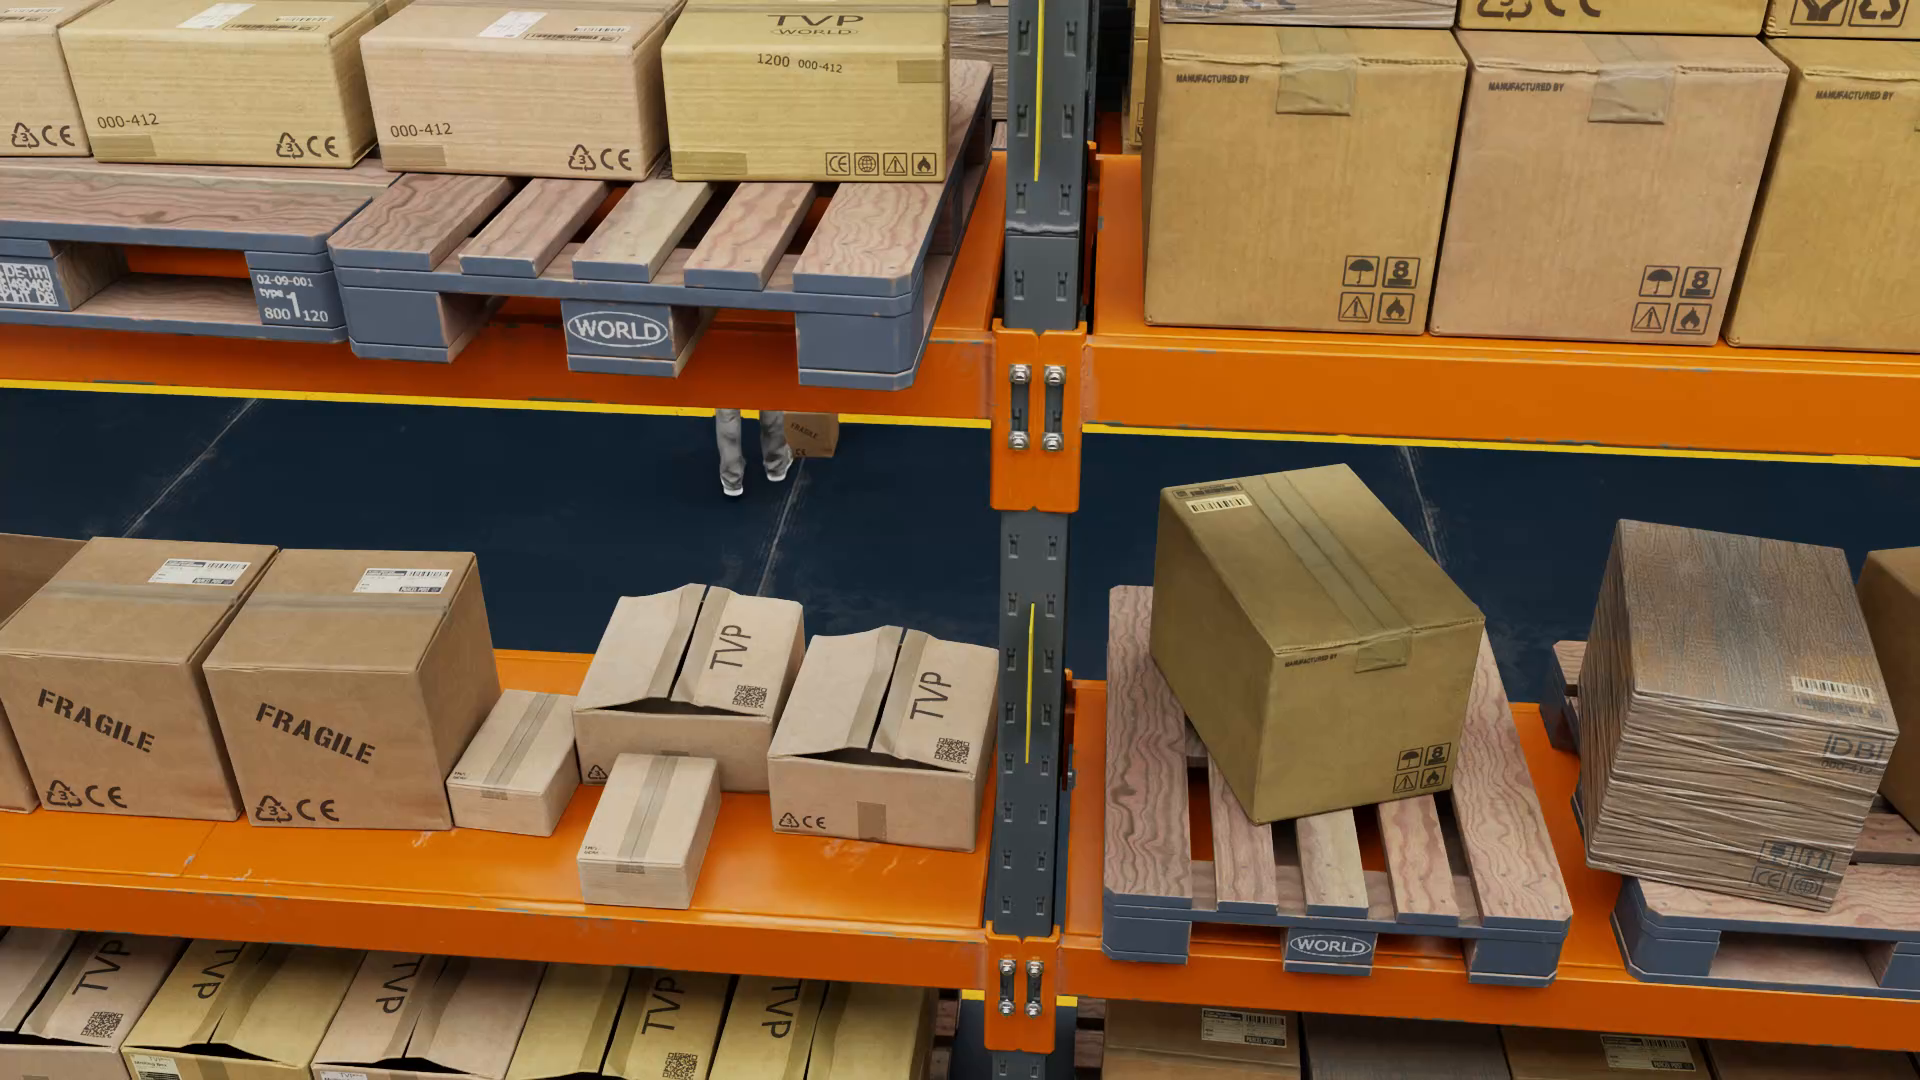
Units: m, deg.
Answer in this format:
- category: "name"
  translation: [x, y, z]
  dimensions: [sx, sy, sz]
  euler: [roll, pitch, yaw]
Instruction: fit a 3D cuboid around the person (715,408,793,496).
- category: "person"
  translation: [-1.002, -0.971, 7.673]
  dimensions: [0.413, 1.599, 0.426]
  euler: [-2, 32, -3]
